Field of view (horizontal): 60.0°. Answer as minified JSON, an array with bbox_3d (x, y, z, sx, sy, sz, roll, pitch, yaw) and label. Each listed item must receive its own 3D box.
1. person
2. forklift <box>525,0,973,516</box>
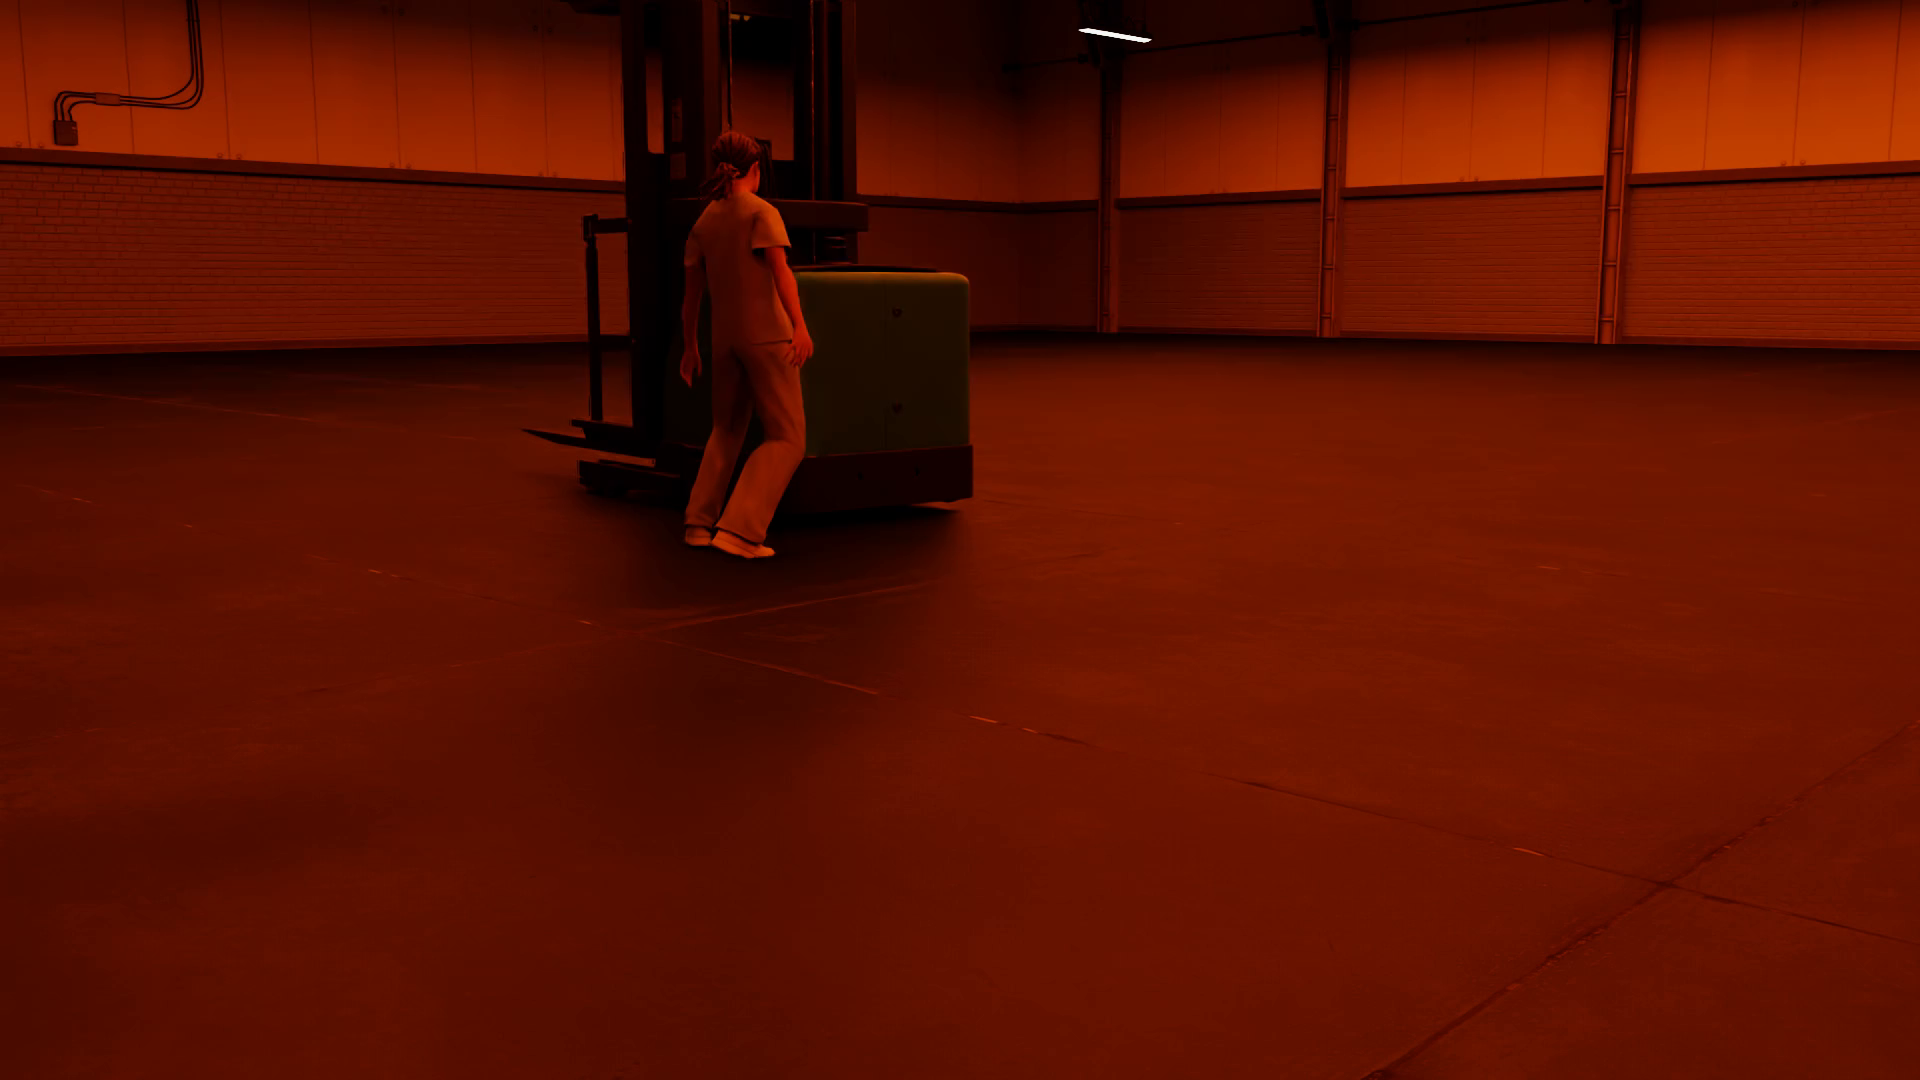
[{"bbox_3d":[-0.849,-0.732,6.318,0.802,1.631,0.489,8,11,42],"label":"person"},{"bbox_3d":[-1.245,-1.702,8.175,1.130,2.935,3.031,-7,11,-38],"label":"forklift"}]
